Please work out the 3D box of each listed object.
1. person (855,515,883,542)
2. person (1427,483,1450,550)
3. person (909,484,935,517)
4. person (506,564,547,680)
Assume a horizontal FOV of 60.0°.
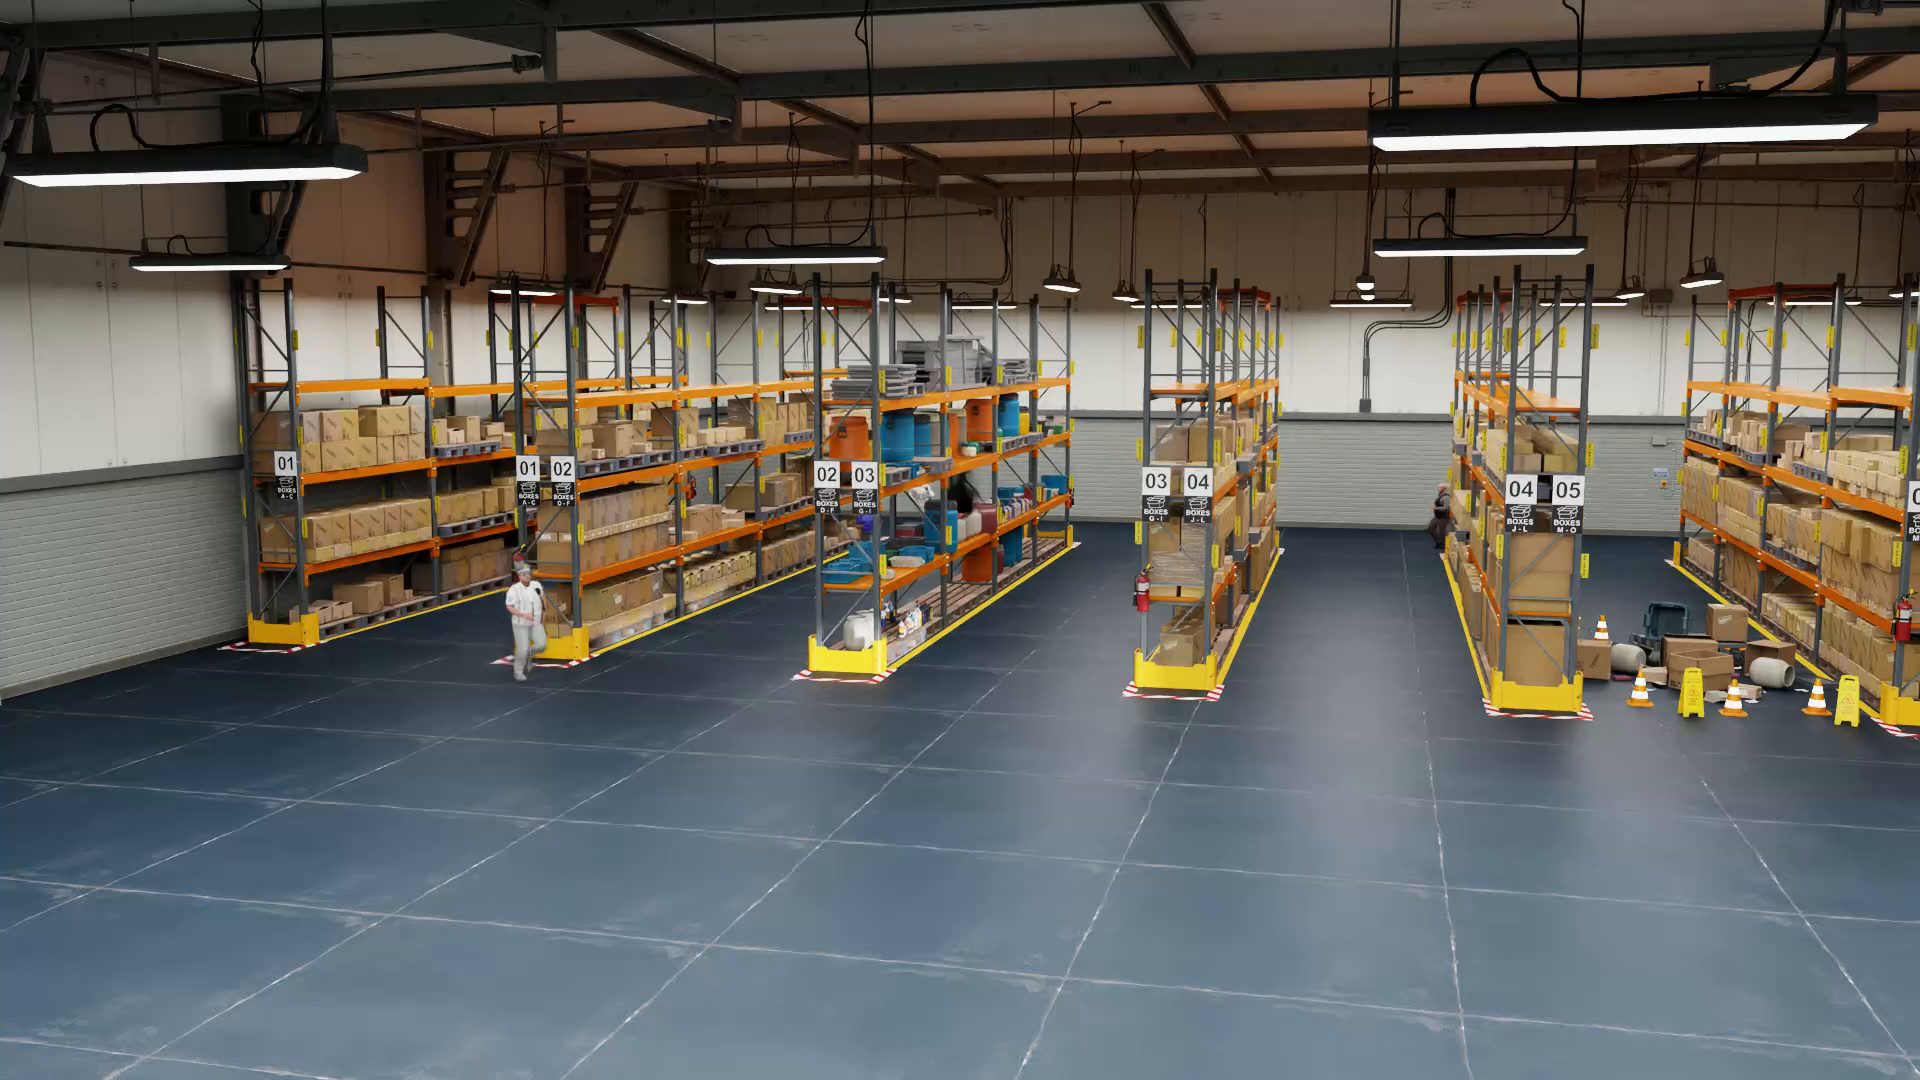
[{"bbox_3d":[-1.919,0.010,34.867,0.575,1.540,0.910,1,7,6],"label":"person"},{"bbox_3d":[11.464,-0.540,39.513,0.630,1.661,0.784,0,7,-4],"label":"person"},{"bbox_3d":[-0.941,-0.824,41.734,0.623,1.703,0.779,-2,7,-19],"label":"person"},{"bbox_3d":[-6.338,1.208,24.496,0.699,1.739,0.680,-6,9,-41],"label":"person"}]
